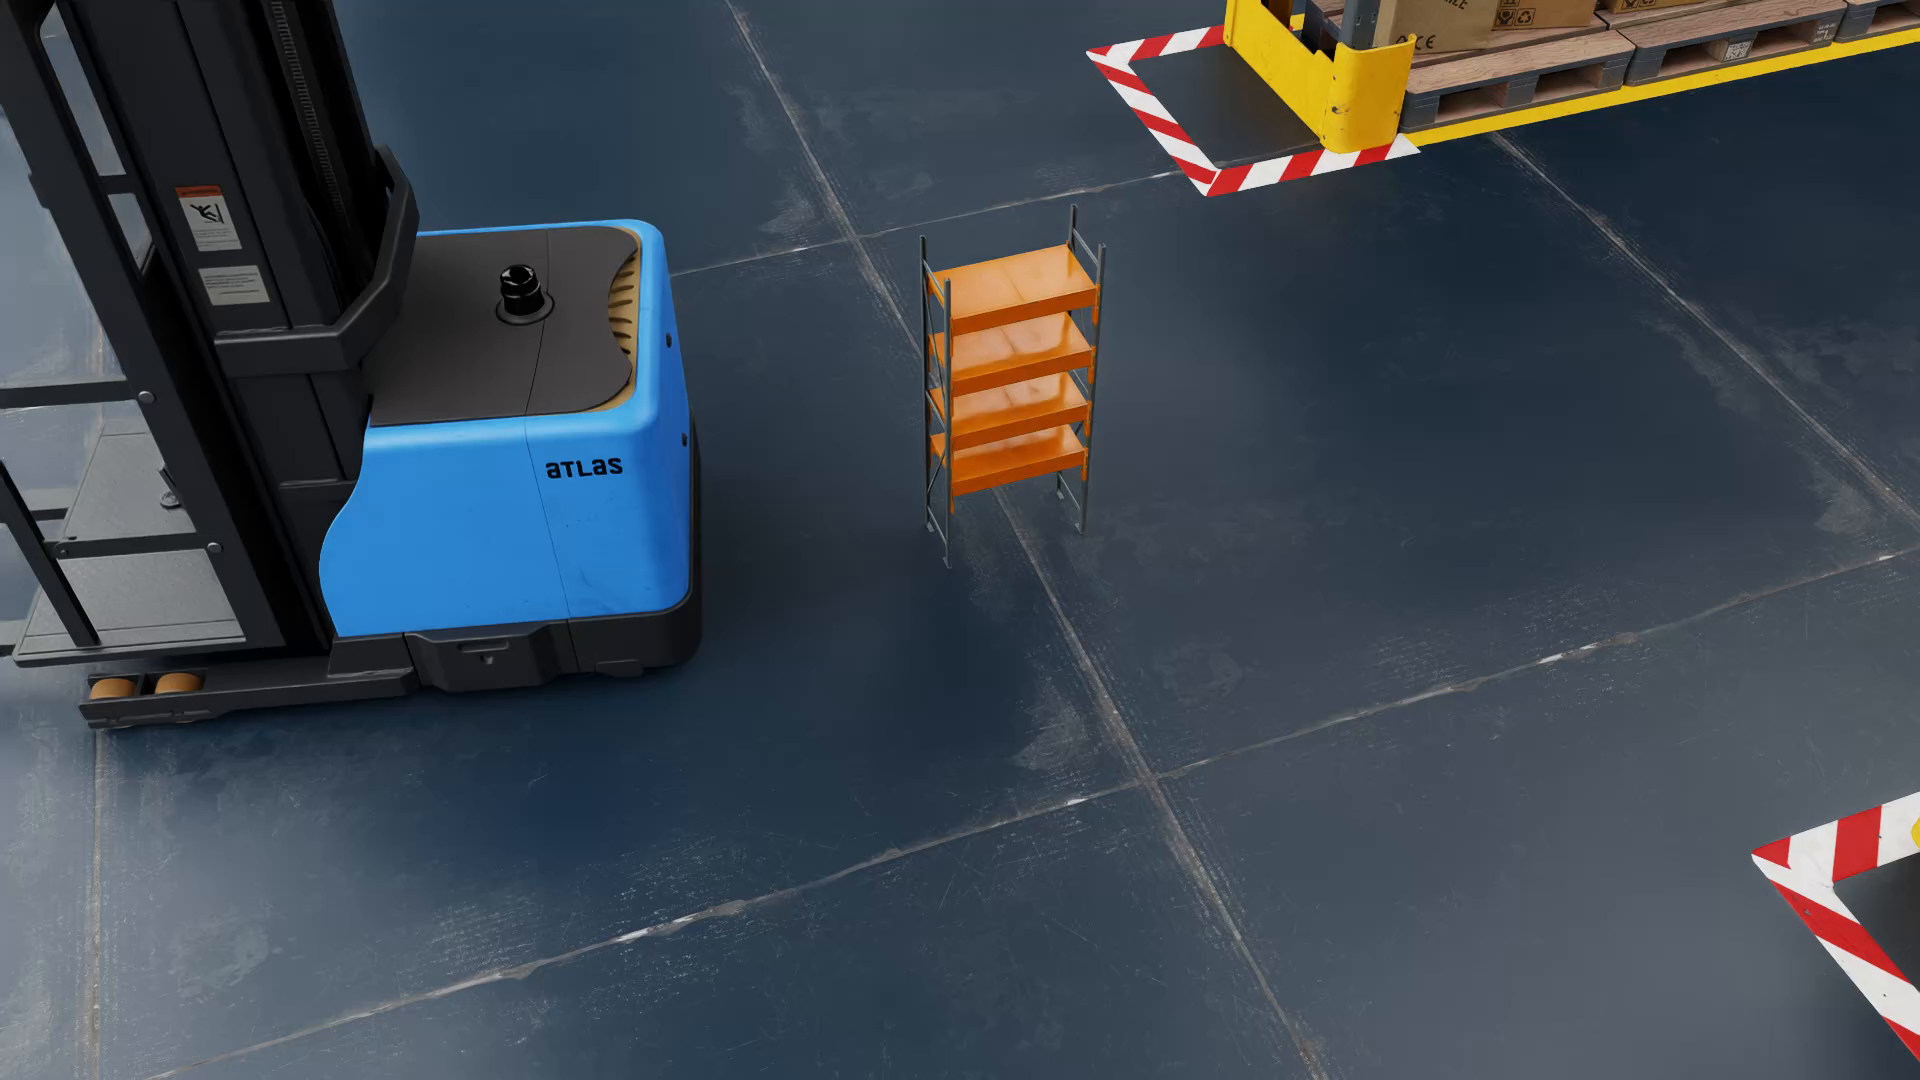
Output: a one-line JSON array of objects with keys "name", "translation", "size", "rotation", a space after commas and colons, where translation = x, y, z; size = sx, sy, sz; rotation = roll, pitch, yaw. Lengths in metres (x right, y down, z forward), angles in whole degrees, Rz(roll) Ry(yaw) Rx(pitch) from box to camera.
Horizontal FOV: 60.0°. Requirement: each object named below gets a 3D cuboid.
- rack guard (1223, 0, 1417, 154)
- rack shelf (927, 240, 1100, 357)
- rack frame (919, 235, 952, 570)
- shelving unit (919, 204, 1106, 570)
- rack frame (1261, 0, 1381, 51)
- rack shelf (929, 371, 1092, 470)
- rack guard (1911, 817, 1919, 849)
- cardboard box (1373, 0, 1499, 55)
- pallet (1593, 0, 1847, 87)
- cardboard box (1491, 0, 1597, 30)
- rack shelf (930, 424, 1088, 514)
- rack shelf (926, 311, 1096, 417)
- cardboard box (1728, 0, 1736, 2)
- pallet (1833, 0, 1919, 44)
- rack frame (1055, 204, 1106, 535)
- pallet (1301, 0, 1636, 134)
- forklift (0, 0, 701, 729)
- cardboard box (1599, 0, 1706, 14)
[{"name": "rack guard", "translation": [1.641, -2.332, 7.721], "size": [0.348, 0.500, 1.175], "rotation": [-14, 47, -14]}, {"name": "rack shelf", "translation": [0.156, -0.741, 5.086], "size": [0.480, 0.148, 0.258], "rotation": [-14, 47, -14]}, {"name": "rack frame", "translation": [-0.074, -0.405, 5.306], "size": [0.015, 1.200, 0.240], "rotation": [-14, 47, -14]}, {"name": "shelving unit", "translation": [0.156, -0.463, 5.365], "size": [0.503, 1.200, 0.258], "rotation": [-14, 47, -14]}, {"name": "rack frame", "translation": [1.569, -3.196, 6.817], "size": [0.127, 3.000, 1.000], "rotation": [-14, 47, -14]}, {"name": "rack shelf", "translation": [0.156, -0.416, 5.412], "size": [0.480, 0.148, 0.258], "rotation": [-14, 47, -14]}, {"name": "rack guard", "translation": [3.136, 1.021, 4.379], "size": [0.348, 0.500, 1.175], "rotation": [-14, 47, -14]}, {"name": "cardboard box", "translation": [2.162, -2.601, 7.693], "size": [0.500, 0.500, 0.500], "rotation": [-6, 45, -6]}, {"name": "pallet", "translation": [3.563, -2.692, 8.284], "size": [1.213, 0.211, 1.003], "rotation": [-14, 47, -14]}, {"name": "cardboard box", "translation": [2.713, -2.767, 7.859], "size": [0.500, 0.500, 0.500], "rotation": [-3, 45, -3]}, {"name": "rack shelf", "translation": [0.156, -0.276, 5.553], "size": [0.480, 0.148, 0.258], "rotation": [-14, 47, -14]}, {"name": "rack shelf", "translation": [0.156, -0.574, 5.254], "size": [0.480, 0.148, 0.258], "rotation": [-14, 47, -14]}, {"name": "cardboard box", "translation": [3.849, -3.010, 8.100], "size": [0.500, 0.500, 0.500], "rotation": [-18, 48, -17]}, {"name": "pallet", "translation": [4.712, -2.988, 8.579], "size": [1.213, 0.211, 1.003], "rotation": [-14, 47, -14]}, {"name": "rack frame", "translation": [0.385, -0.522, 5.423], "size": [0.015, 1.200, 0.240], "rotation": [-14, 47, -14]}, {"name": "pallet", "translation": [2.417, -2.402, 7.995], "size": [1.213, 0.211, 1.003], "rotation": [-14, 47, -14]}, {"name": "forklift", "translation": [-2.382, -0.846, 4.524], "size": [3.031, 2.935, 1.130], "rotation": [-5, 45, -4]}, {"name": "cardboard box", "translation": [3.308, -2.905, 7.996], "size": [0.500, 0.500, 0.500], "rotation": [-10, 46, -10]}]
